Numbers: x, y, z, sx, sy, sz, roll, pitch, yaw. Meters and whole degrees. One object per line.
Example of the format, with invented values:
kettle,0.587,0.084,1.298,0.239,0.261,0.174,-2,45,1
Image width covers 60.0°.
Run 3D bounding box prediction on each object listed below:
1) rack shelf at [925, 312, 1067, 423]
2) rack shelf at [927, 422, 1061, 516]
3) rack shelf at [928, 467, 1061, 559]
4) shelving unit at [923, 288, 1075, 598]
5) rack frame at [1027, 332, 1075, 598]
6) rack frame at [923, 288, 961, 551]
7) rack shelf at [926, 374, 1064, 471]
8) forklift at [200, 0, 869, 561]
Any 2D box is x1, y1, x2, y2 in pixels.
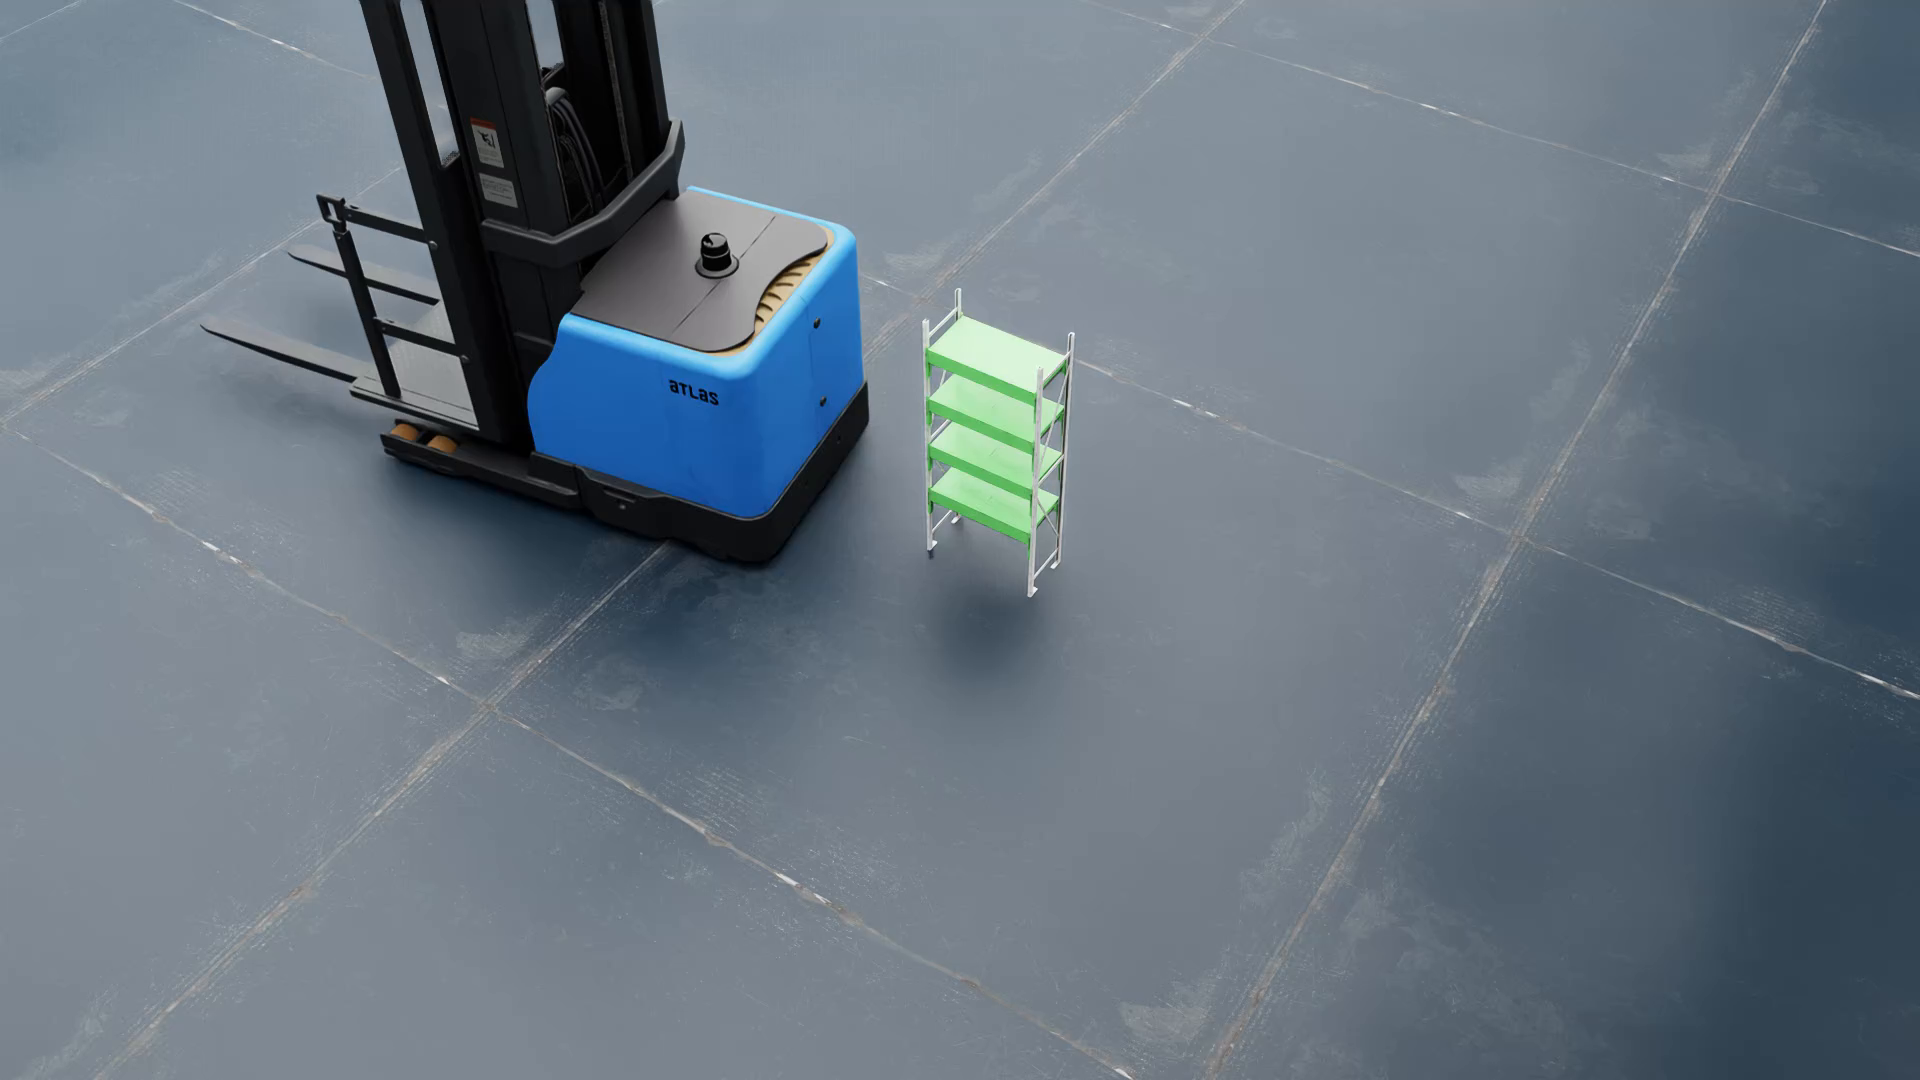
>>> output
rack shelf,0.139,-0.644,6.181,0.480,0.148,0.258,25,51,22
rack shelf,0.139,-0.310,6.525,0.480,0.148,0.258,25,51,22
rack shelf,0.139,-0.142,6.697,0.480,0.148,0.258,25,51,22
shelving unit,0.139,-0.354,6.479,0.503,1.200,0.258,25,51,22
rack frame,0.345,-0.260,6.387,0.015,1.200,0.240,25,51,22
rack frame,-0.066,-0.449,6.571,0.015,1.200,0.240,25,51,22
rack shelf,0.139,-0.477,6.353,0.480,0.148,0.258,25,51,22
forklift,-1.967,-1.638,6.520,3.031,2.935,1.130,17,48,16
